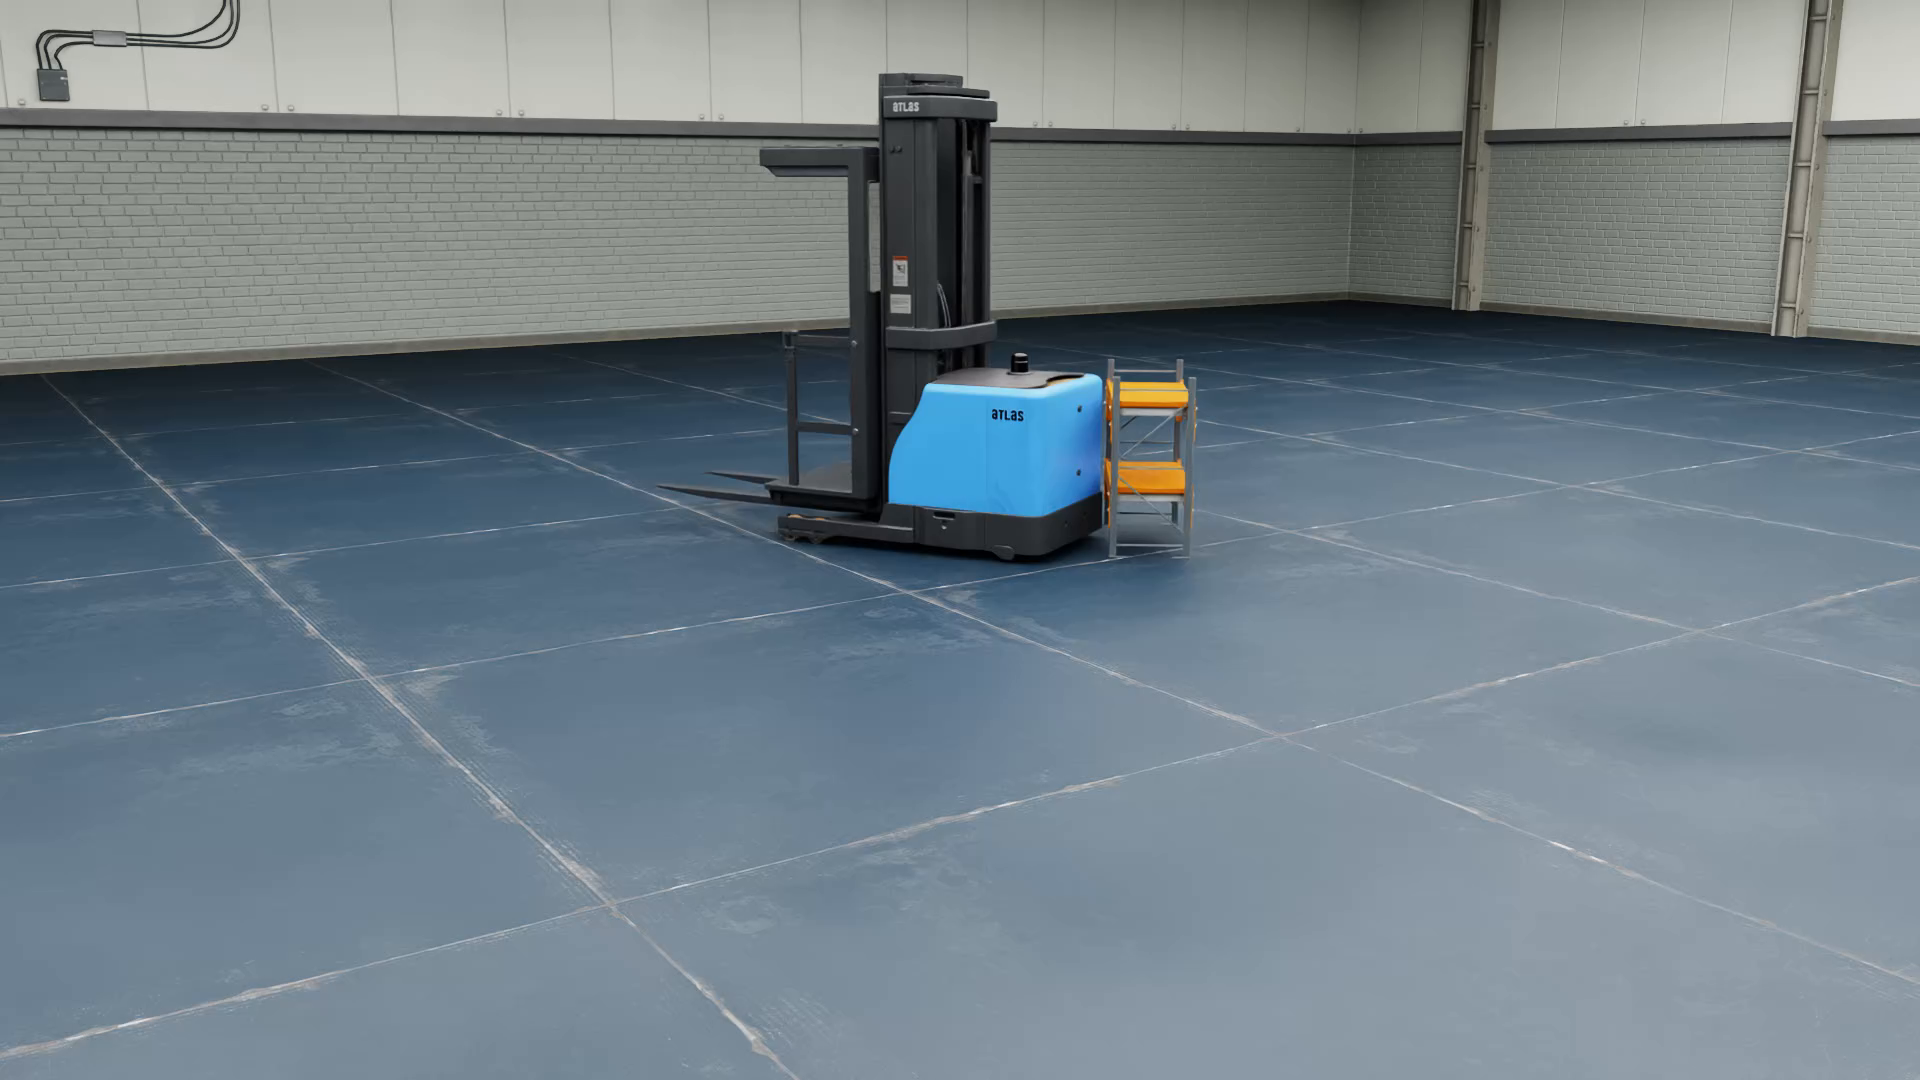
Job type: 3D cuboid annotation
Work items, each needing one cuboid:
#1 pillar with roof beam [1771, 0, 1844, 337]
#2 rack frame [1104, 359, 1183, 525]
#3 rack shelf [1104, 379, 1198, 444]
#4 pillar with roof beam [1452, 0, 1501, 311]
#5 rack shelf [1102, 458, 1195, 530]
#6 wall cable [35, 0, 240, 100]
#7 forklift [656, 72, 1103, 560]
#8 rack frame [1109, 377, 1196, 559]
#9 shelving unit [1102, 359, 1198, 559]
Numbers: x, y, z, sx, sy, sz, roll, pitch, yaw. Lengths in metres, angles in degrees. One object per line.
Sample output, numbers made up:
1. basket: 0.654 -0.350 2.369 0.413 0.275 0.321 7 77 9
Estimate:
1. pillar with roof beam: 8.755 -6.924 21.462 9.100 9.000 0.400 -8 15 -33
2. rack frame: 1.237 -0.656 11.224 0.500 1.125 0.032 1 12 3
3. rack shelf: 1.210 -0.834 10.665 0.538 0.278 1.000 1 12 3
4. pillar with roof beam: 5.431 -7.991 26.341 9.100 9.000 0.400 -8 15 -33
5. rack shelf: 1.208 -0.309 10.780 0.538 0.278 1.000 1 12 3
6. wall cable: -9.828 -8.235 19.496 2.305 6.003 0.169 -8 15 -33
7. forklift: -0.616 -1.507 10.890 3.031 2.935 1.130 6 14 27
8. rack frame: 1.181 -0.439 10.232 0.500 1.125 0.032 1 12 3
9. shelving unit: 1.209 -0.548 10.728 0.538 1.125 1.048 1 12 3
